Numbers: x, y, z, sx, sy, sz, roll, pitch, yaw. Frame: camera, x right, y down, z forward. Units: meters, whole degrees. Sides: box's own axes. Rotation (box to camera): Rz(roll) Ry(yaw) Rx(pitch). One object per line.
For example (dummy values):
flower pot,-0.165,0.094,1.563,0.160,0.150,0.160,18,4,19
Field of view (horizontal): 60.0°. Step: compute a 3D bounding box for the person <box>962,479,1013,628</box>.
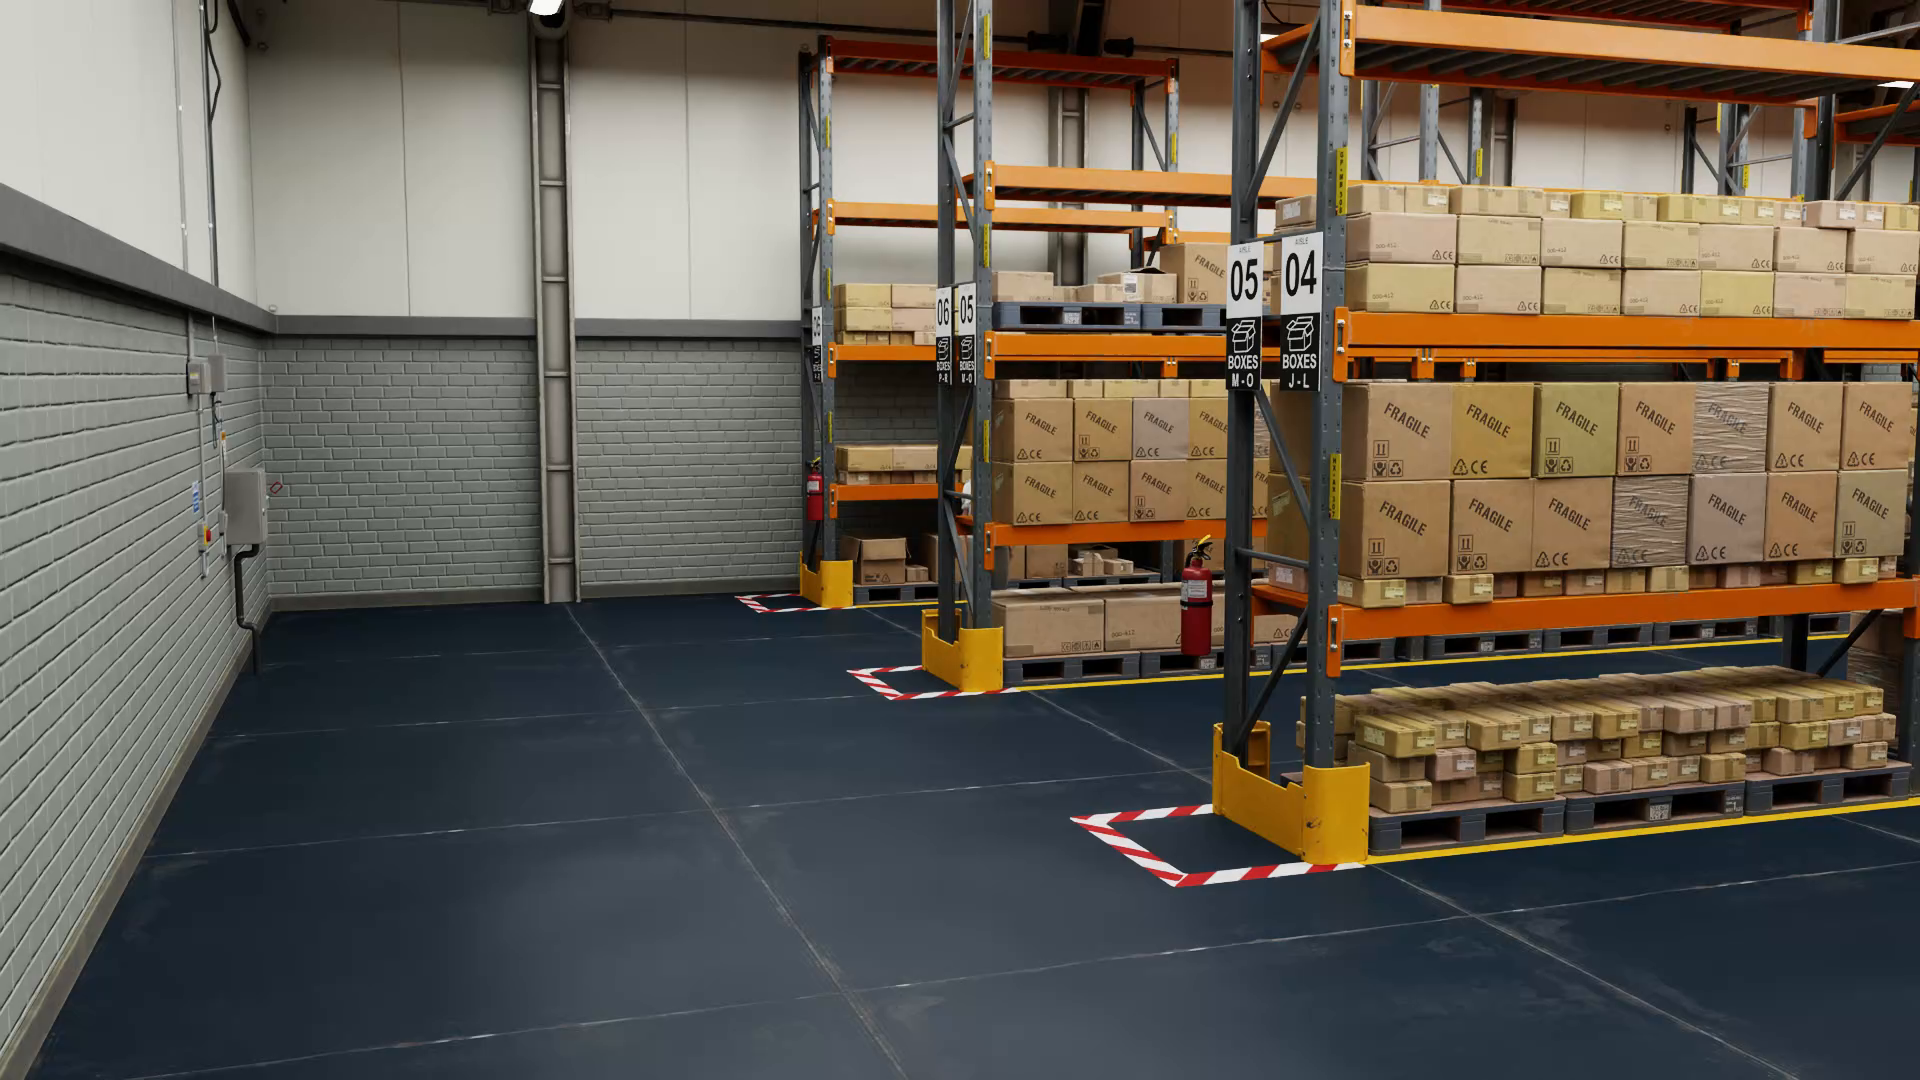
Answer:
person,0.288,0.011,16.288,0.526,1.778,0.393,-2,6,-17
